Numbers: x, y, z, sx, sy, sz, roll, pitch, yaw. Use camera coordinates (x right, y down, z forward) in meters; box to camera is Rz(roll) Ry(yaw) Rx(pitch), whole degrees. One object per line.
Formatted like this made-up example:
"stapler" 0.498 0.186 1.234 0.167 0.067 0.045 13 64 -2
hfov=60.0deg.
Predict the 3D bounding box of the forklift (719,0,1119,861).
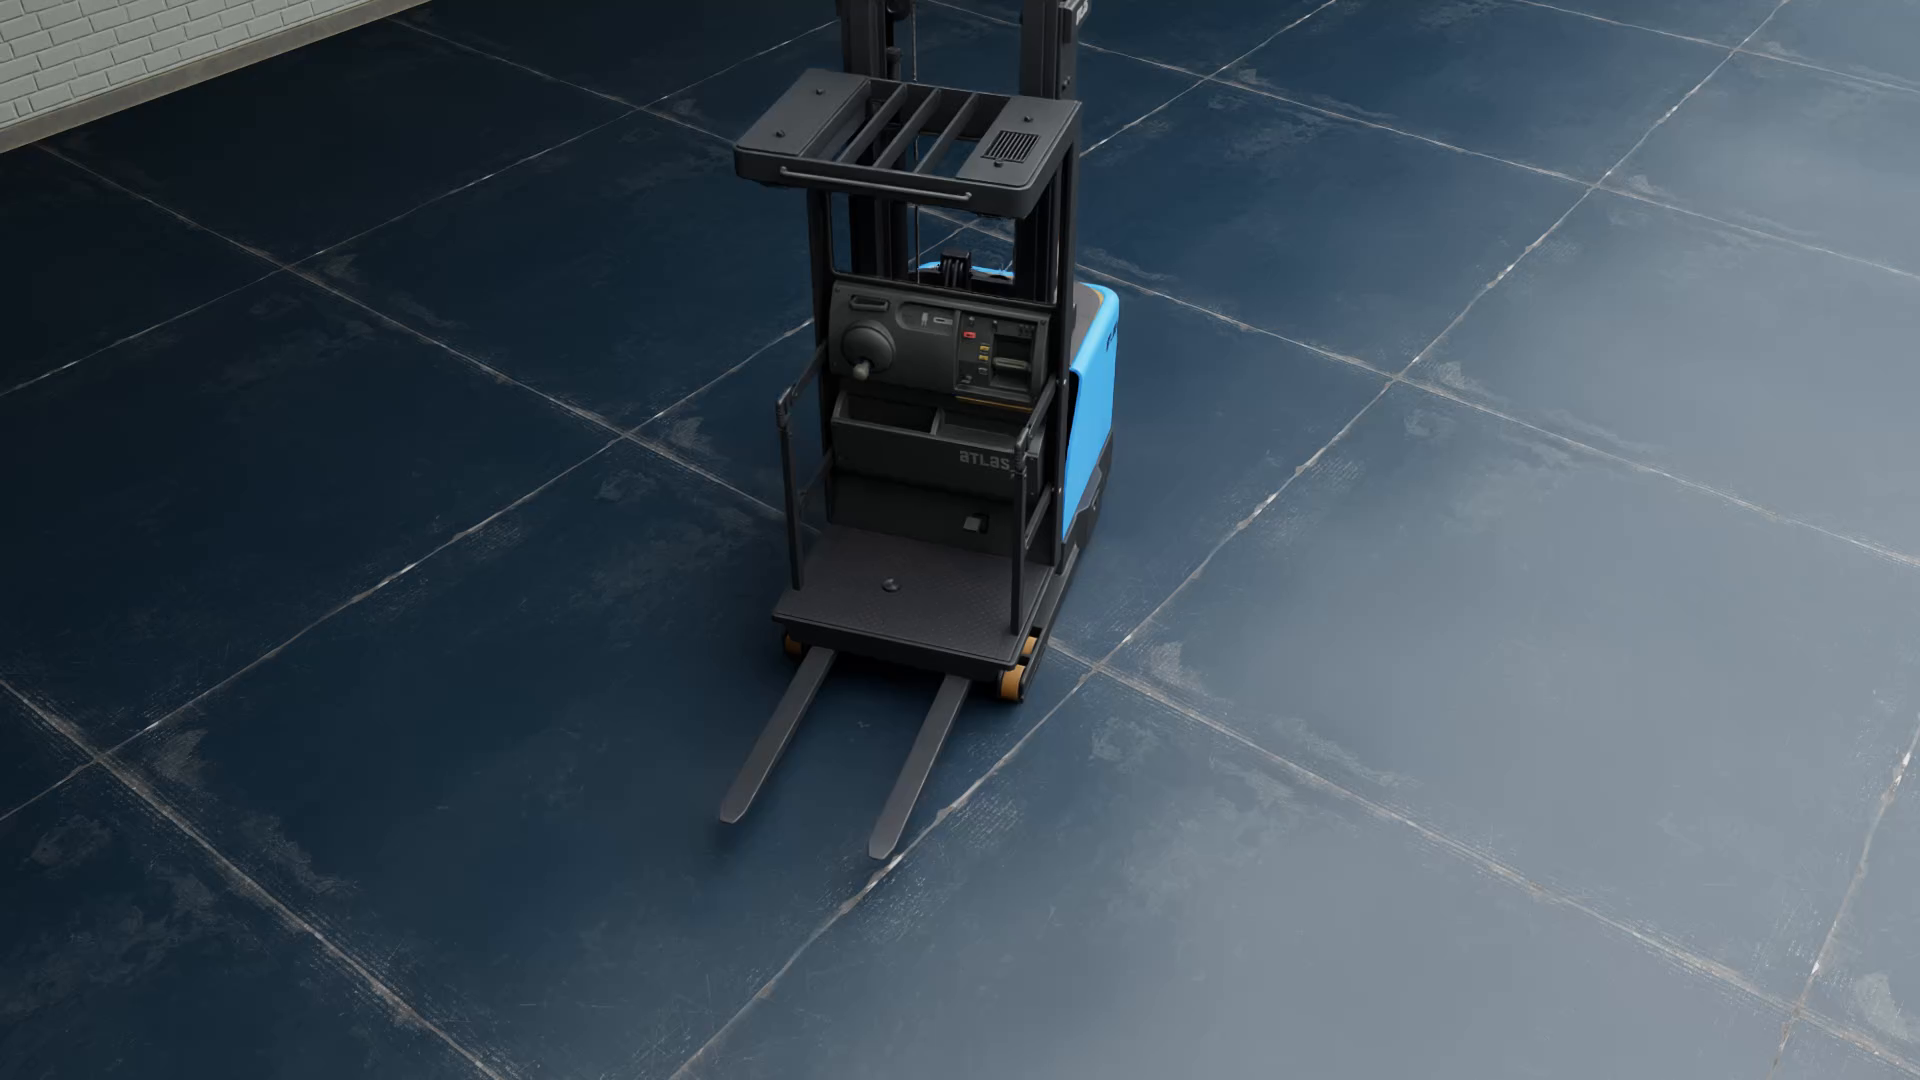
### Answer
"forklift" -0.156 -0.733 6.669 1.130 2.935 3.031 11 39 14

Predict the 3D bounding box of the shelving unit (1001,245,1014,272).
"shelving unit" 0.349 -0.969 8.491 0.252 1.050 0.215 13 38 16

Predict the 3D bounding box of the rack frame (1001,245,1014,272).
"rack frame" 0.235 -0.995 8.524 0.008 1.050 0.200 13 38 16
